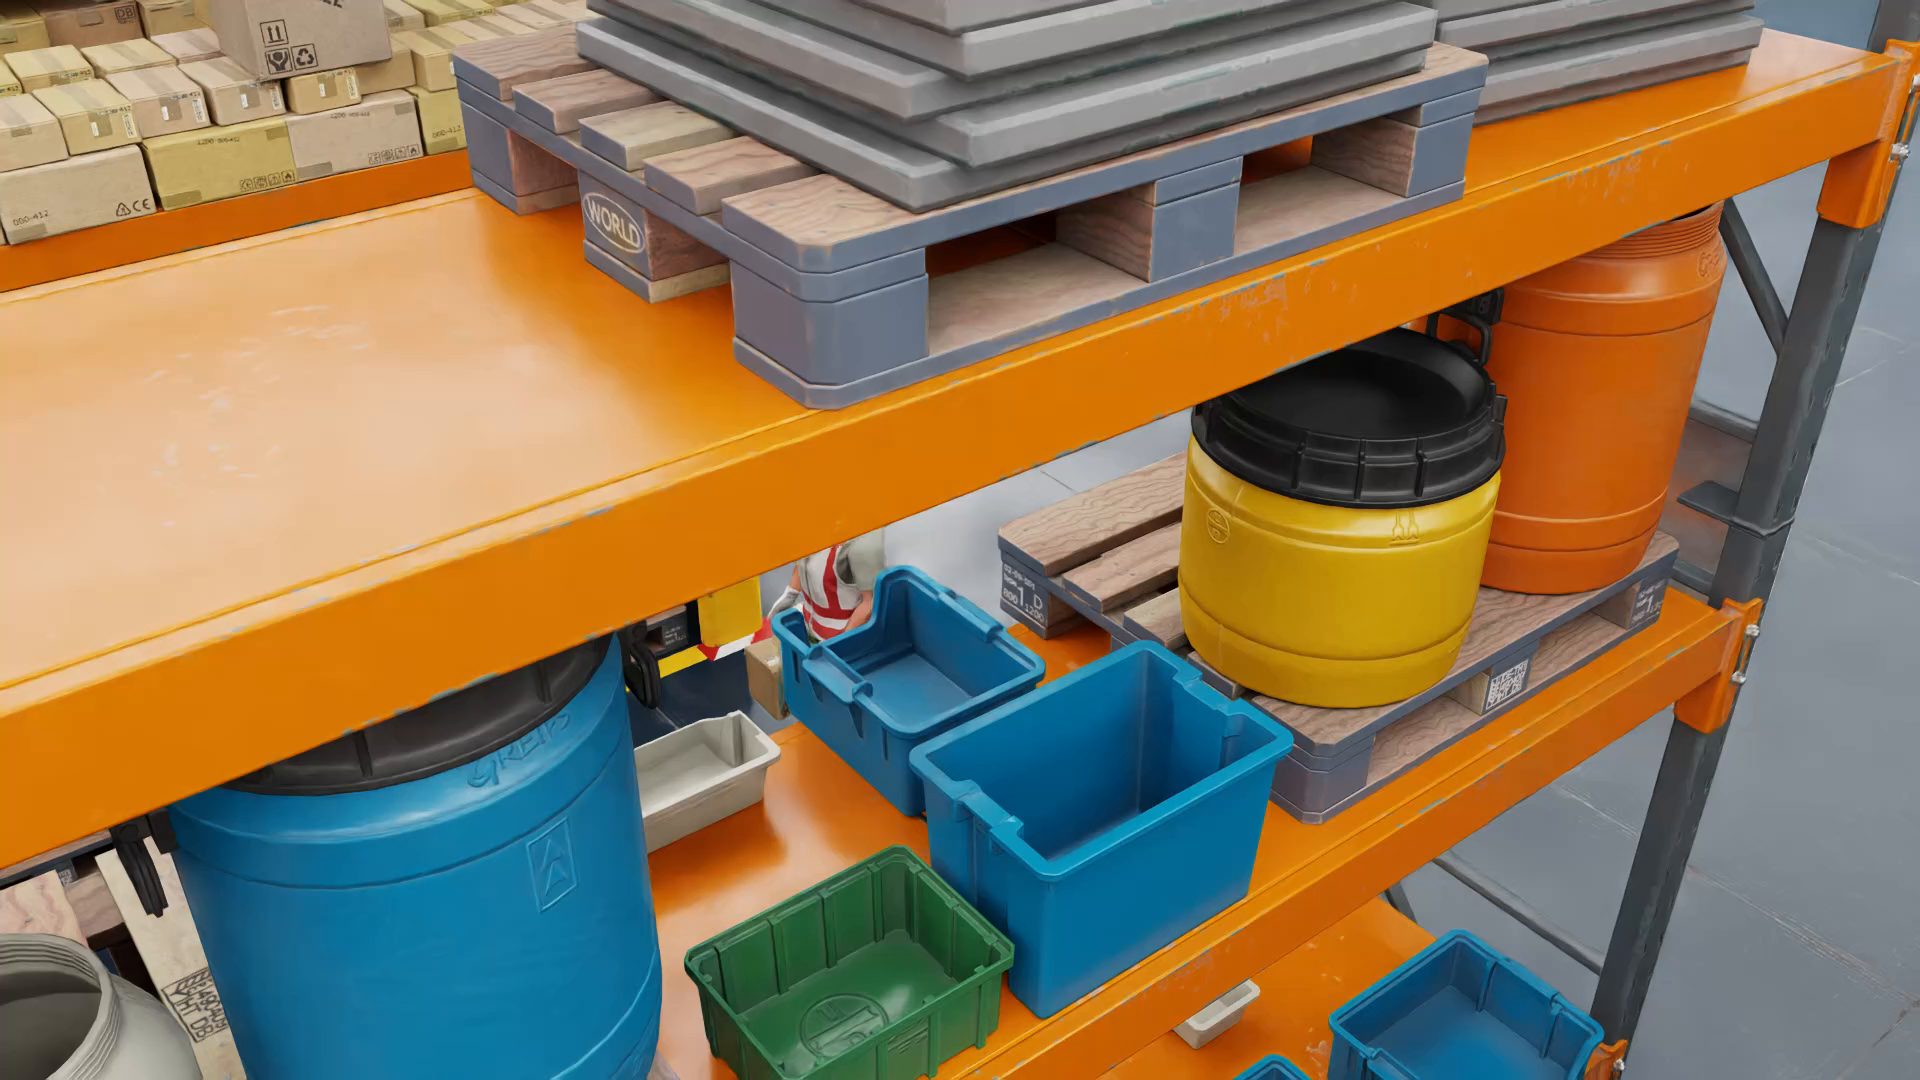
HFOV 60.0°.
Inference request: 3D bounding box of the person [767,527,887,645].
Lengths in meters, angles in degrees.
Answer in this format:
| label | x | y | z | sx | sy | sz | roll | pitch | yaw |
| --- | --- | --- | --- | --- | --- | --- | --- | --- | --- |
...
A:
| label | x | y | z | sx | sy | sz | roll | pitch | yaw |
| --- | --- | --- | --- | --- | --- | --- | --- | --- | --- |
| person | -0.556 | 0.394 | 7.149 | 0.415 | 1.782 | 0.591 | -18 | 36 | -26 |
